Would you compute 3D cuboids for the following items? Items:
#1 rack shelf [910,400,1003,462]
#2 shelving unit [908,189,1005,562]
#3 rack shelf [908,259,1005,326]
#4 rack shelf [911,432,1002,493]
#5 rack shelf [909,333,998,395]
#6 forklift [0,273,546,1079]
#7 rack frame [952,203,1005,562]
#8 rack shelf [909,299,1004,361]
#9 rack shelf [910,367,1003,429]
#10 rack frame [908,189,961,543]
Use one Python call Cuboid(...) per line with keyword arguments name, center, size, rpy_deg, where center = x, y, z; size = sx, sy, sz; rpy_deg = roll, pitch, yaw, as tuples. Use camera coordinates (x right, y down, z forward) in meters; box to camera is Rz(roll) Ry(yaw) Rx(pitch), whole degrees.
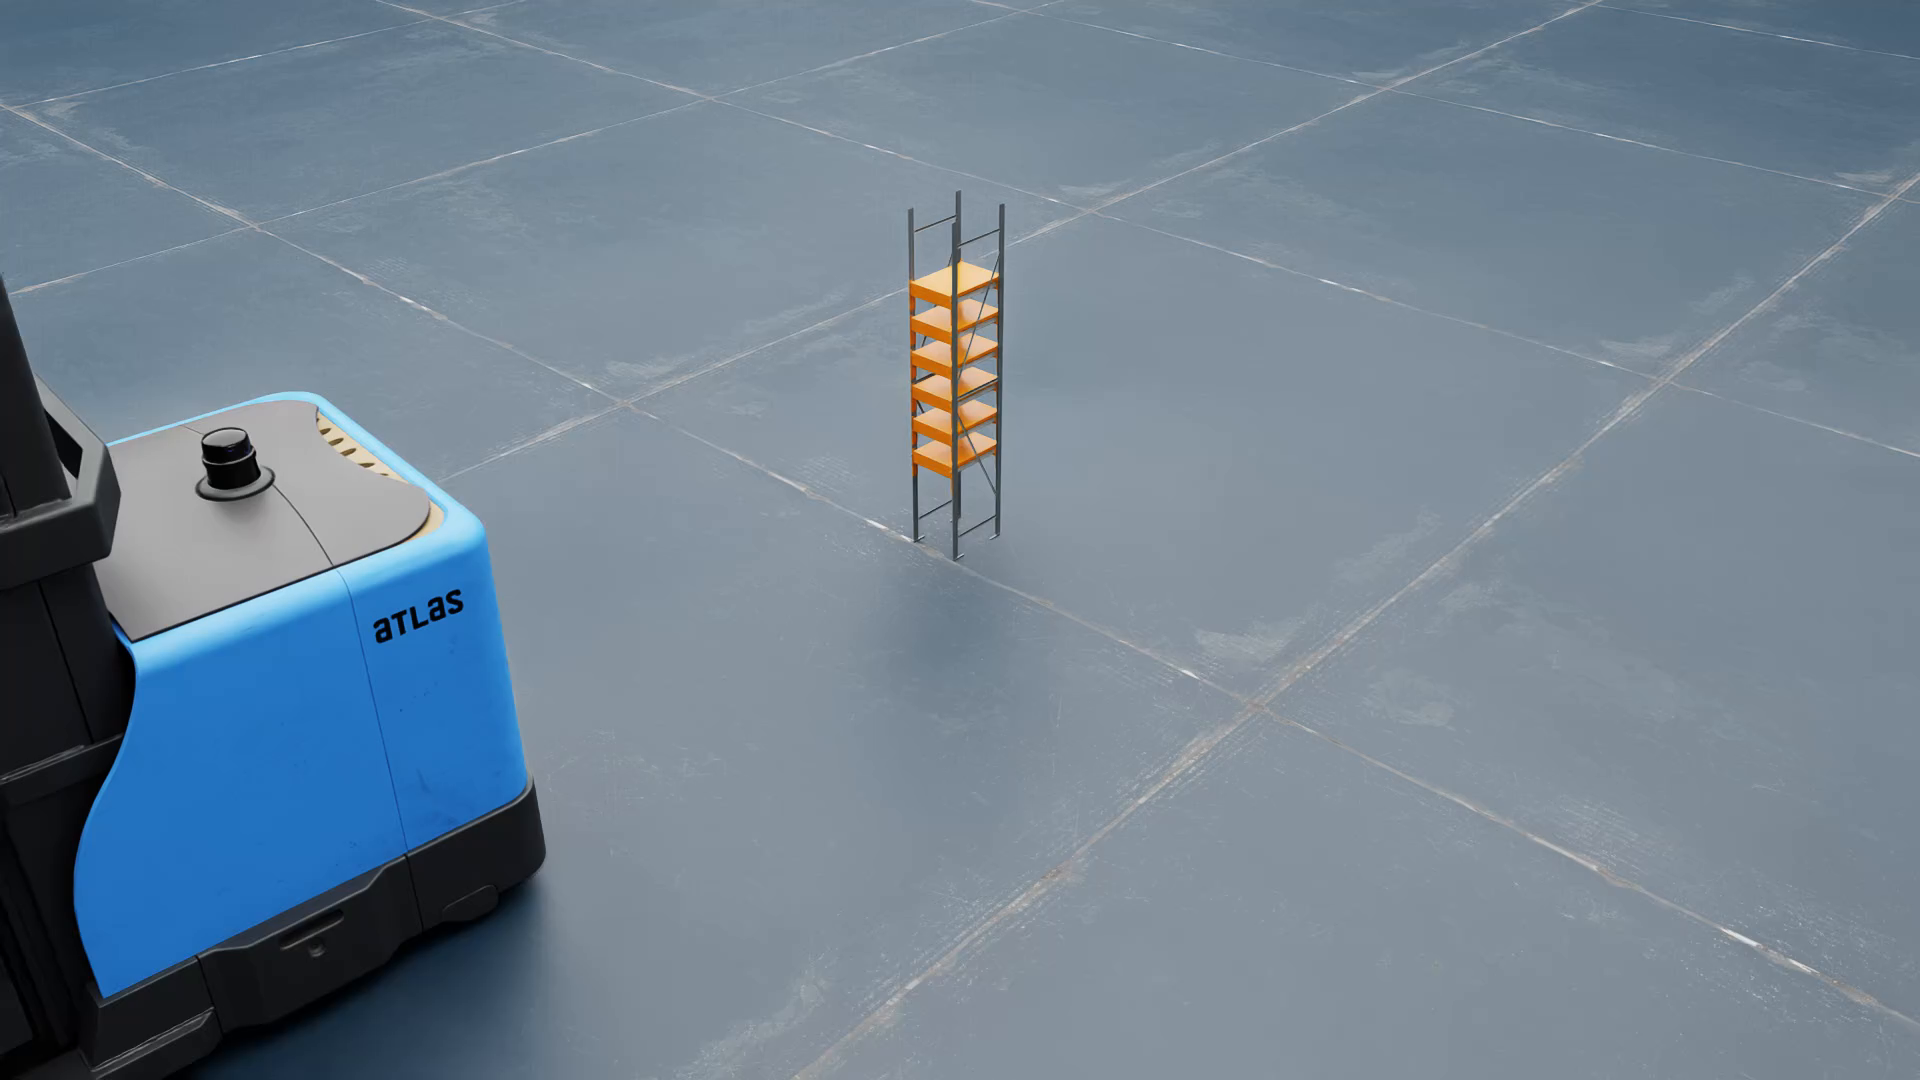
Cuboid(name="rack shelf", center=(-0.011, -0.378, 5.534), size=(0.180, 0.103, 0.258), rpy_deg=(25, 39, 35))
Cuboid(name="shelving unit", center=(-0.011, -0.519, 5.449), size=(0.189, 1.200, 0.258), rpy_deg=(25, 39, 35))
Cuboid(name="rack shelf", center=(-0.011, -0.789, 5.286), size=(0.180, 0.103, 0.258), rpy_deg=(25, 39, 35))
Cuboid(name="rack shelf", center=(-0.011, -0.275, 5.596), size=(0.180, 0.103, 0.258), rpy_deg=(25, 39, 35))
Cuboid(name="rack shelf", center=(-0.011, -0.584, 5.410), size=(0.180, 0.103, 0.258), rpy_deg=(25, 39, 35))
Cuboid(name="forklift", center=(-2.496, -0.054, 2.998), size=(3.031, 2.935, 1.130), rpy_deg=(-25, 39, -35))
Cuboid(name="rack frame", center=(0.057, -0.487, 5.396), size=(0.006, 1.200, 0.240), rpy_deg=(25, 39, 35))
Cuboid(name="rack shelf", center=(-0.011, -0.687, 5.348), size=(0.180, 0.103, 0.258), rpy_deg=(25, 39, 35))
Cuboid(name="rack shelf", center=(-0.011, -0.481, 5.472), size=(0.180, 0.103, 0.258), rpy_deg=(25, 39, 35))
Cuboid(name="rack frame", center=(-0.079, -0.551, 5.501), size=(0.006, 1.200, 0.240), rpy_deg=(25, 39, 35))
